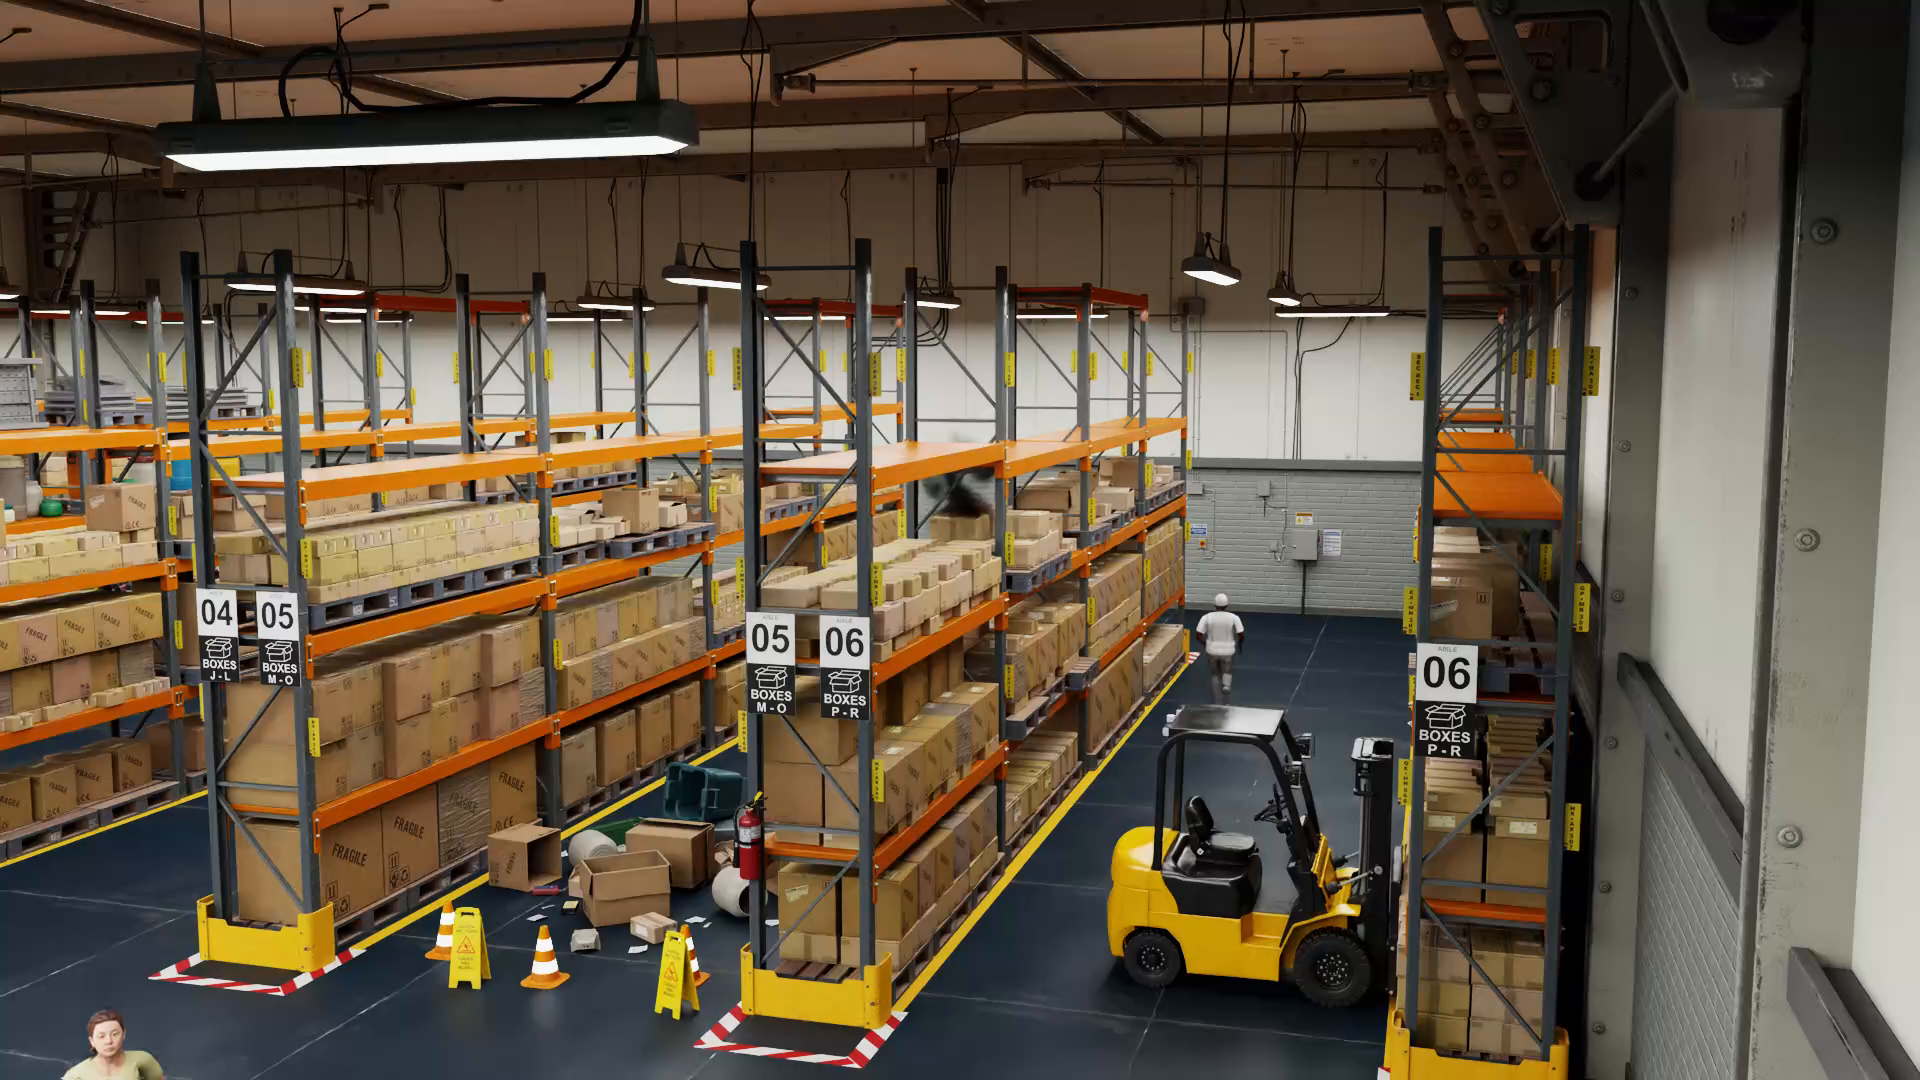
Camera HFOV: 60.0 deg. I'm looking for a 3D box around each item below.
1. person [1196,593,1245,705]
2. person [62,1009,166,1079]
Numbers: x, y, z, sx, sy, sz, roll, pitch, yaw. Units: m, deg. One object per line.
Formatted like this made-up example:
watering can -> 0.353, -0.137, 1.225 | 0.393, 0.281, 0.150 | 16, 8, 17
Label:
person -> 3.761, 1.630, 24.058 | 0.702, 1.726, 0.592 | 1, 7, 12
person -> -4.610, 3.352, 9.072 | 0.579, 1.641, 0.731 | -4, 8, -34
